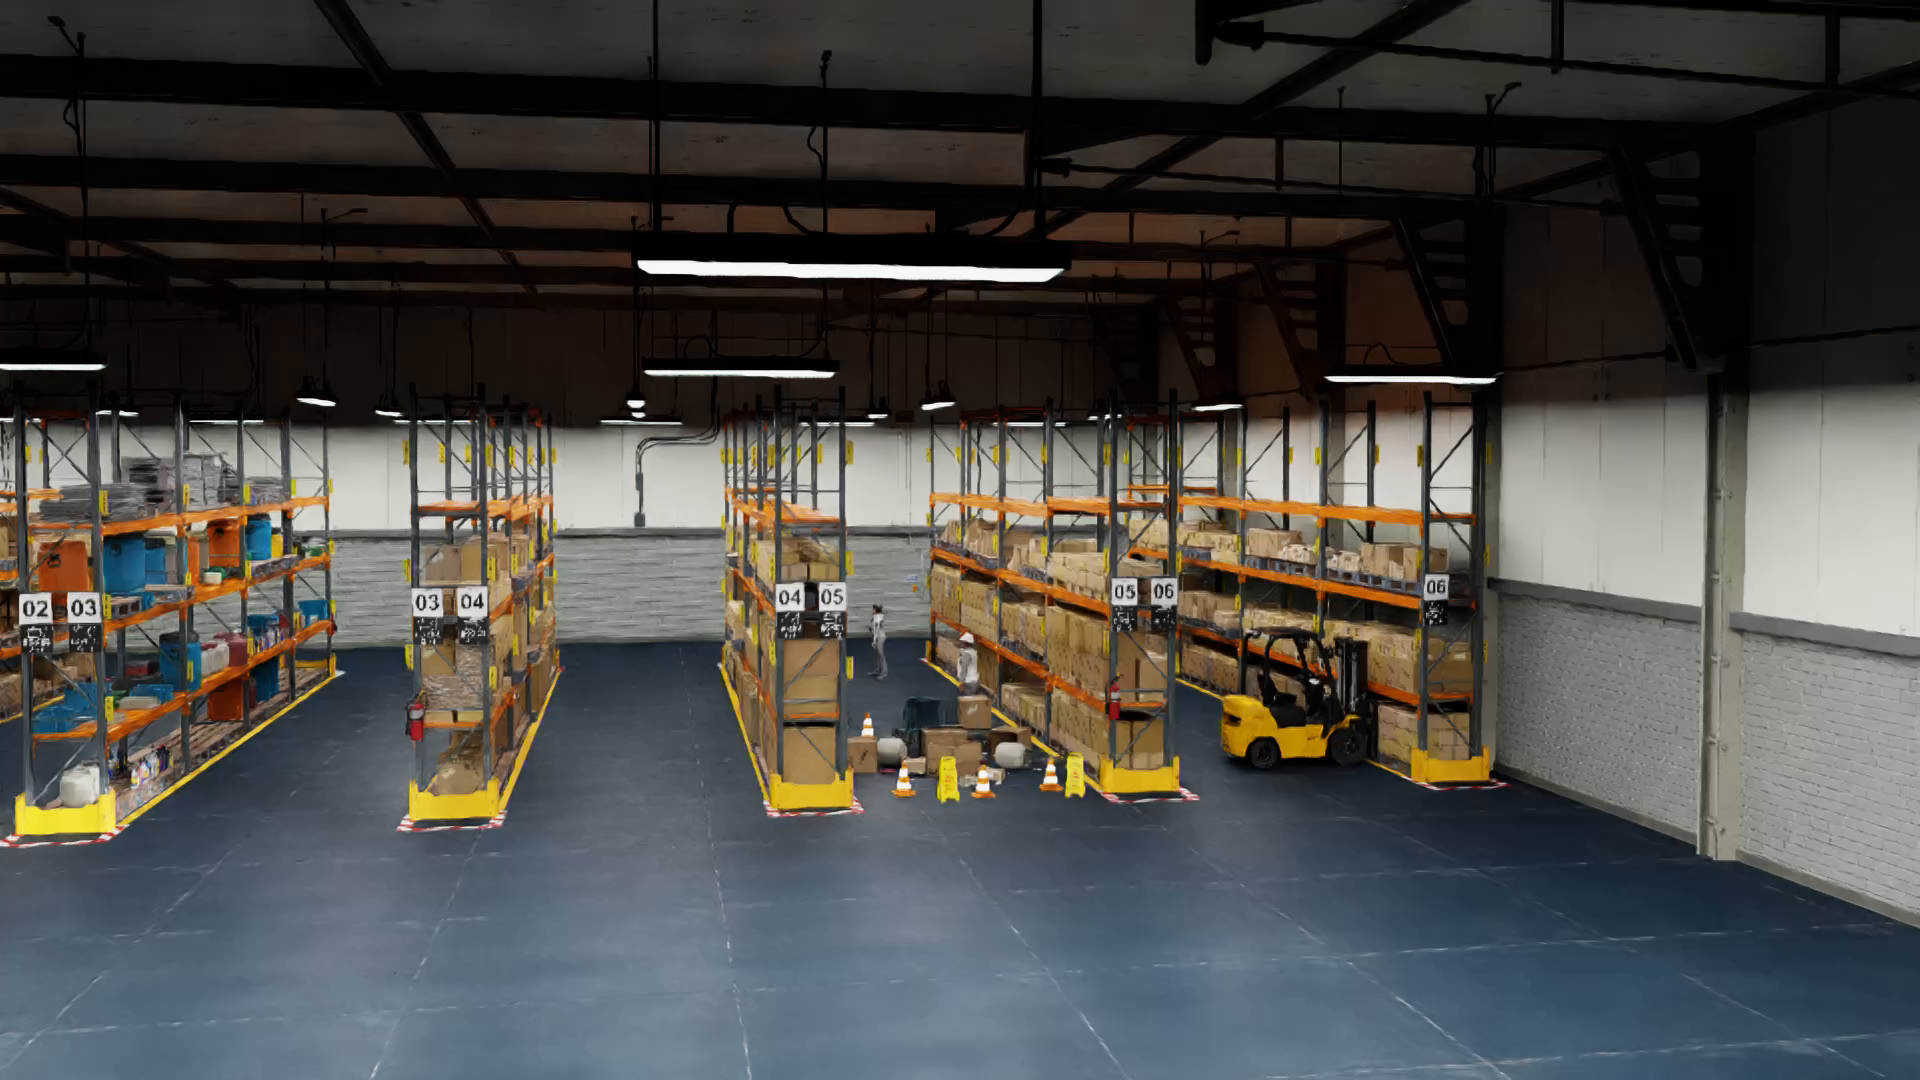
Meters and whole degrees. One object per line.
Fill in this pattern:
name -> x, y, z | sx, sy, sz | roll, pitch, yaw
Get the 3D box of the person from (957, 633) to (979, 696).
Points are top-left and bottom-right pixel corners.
person -> 0.116, 2.571, 30.219 | 0.570, 1.768, 0.626 | 1, 3, 14

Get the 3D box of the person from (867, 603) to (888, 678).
person -> -1.865, 2.256, 37.478 | 0.522, 1.668, 0.564 | 0, 3, 8
